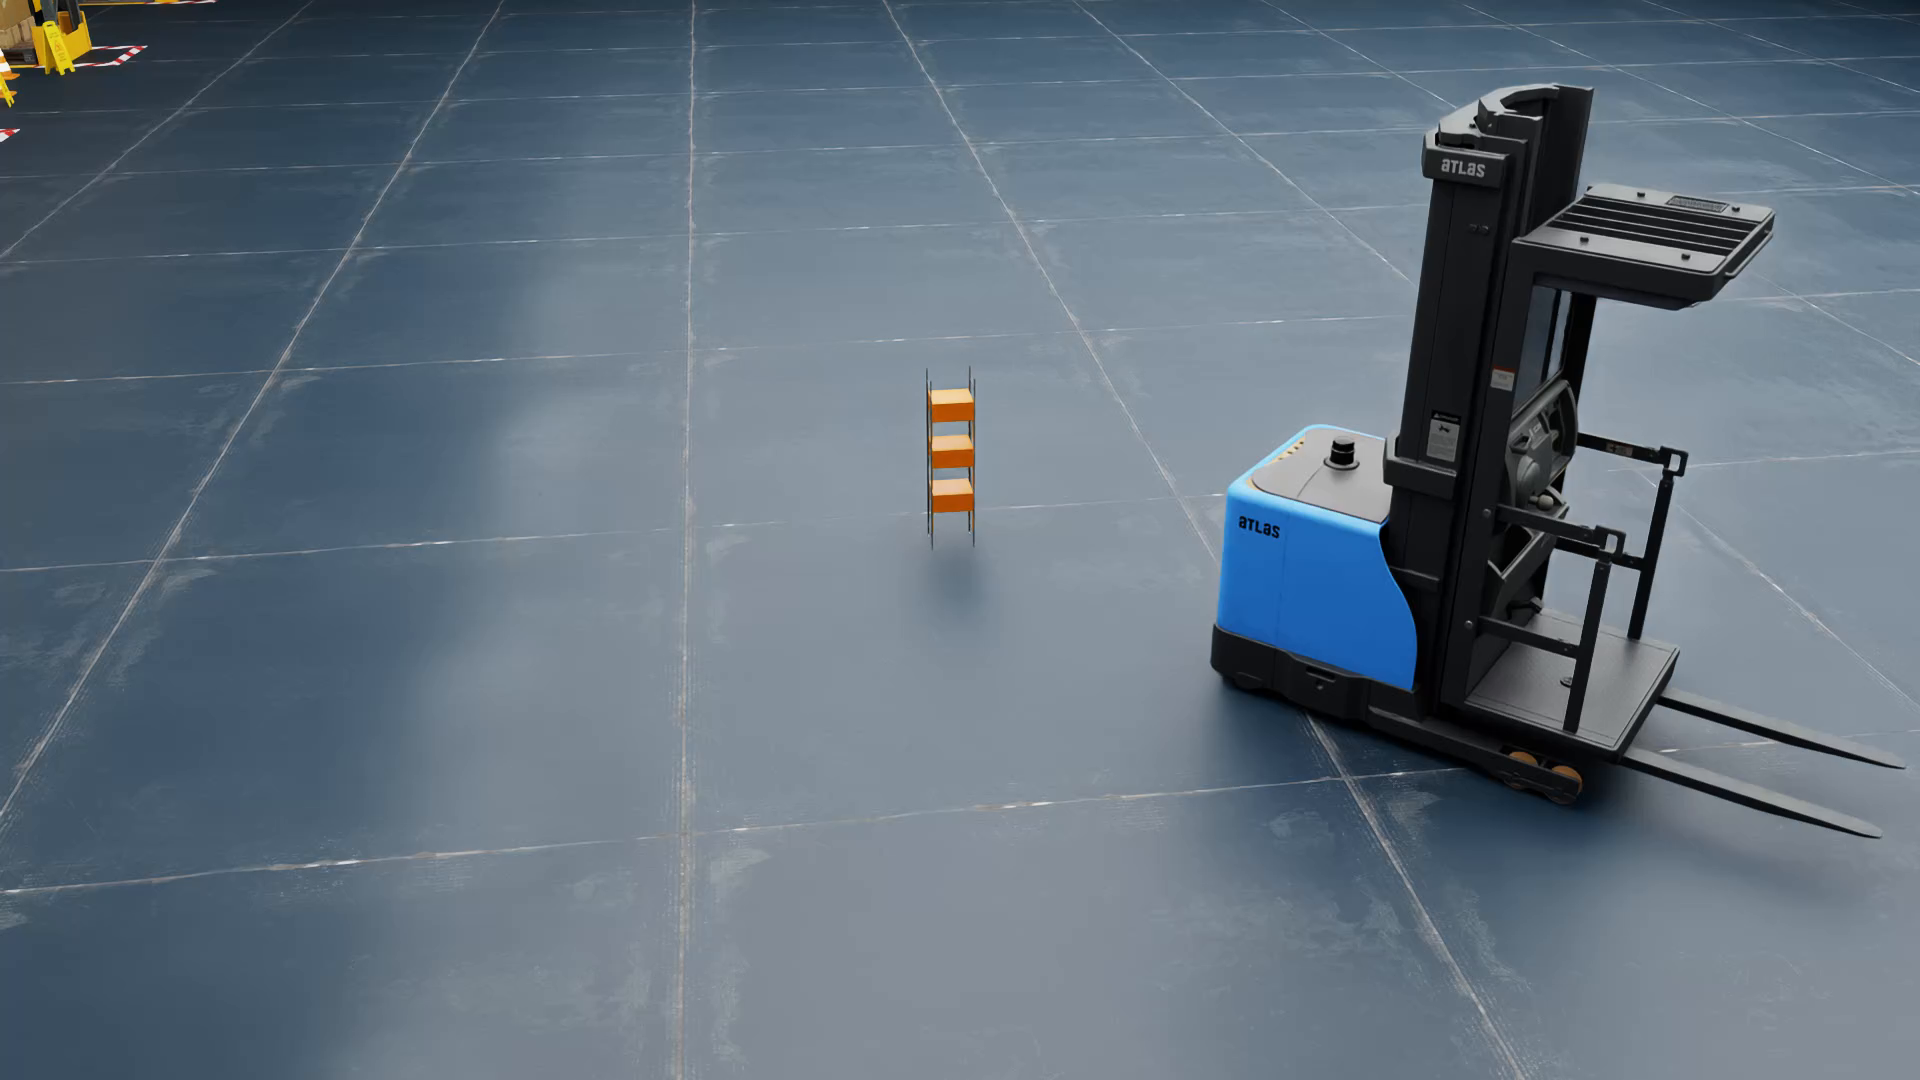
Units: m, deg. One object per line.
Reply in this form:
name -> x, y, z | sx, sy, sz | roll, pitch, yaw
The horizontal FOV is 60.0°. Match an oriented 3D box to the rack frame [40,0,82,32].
rack frame -> -11.998, -7.864, 21.791 | 0.127, 3.000, 1.000 | -4, 27, -7

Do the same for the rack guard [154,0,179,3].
rack guard -> -12.670, -8.997, 26.737 | 0.348, 0.500, 1.175 | -4, 27, -7

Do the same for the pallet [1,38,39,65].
pallet -> -12.883, -6.583, 22.348 | 1.213, 0.211, 1.003 | -4, 27, -7

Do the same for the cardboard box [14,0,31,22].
cardboard box -> -12.859, -7.233, 22.292 | 0.500, 0.500, 0.500 | -5, 28, -9

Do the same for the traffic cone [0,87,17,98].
traffic cone -> -11.753, -5.645, 20.244 | 0.334, 0.463, 0.336 | -4, 27, -7

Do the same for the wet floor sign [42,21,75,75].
wet floor sign -> -11.661, -6.345, 21.409 | 0.232, 0.644, 0.267 | 6, 28, 11

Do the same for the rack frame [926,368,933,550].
rack frame -> -0.174, -0.456, 9.489 | 0.008, 1.050, 0.200 | -4, 27, -7

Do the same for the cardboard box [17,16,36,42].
cardboard box -> -12.836, -6.901, 22.466 | 0.500, 0.250, 0.500 | -4, 27, -8

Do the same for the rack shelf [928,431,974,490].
rack shelf -> -0.053, -0.454, 9.509 | 0.240, 0.259, 0.215 | -4, 27, -7

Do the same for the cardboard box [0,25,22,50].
cardboard box -> -12.785, -6.653, 21.982 | 0.500, 0.250, 0.500 | -4, 27, -7

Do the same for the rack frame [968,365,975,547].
rack frame -> 0.068, -0.471, 9.519 | 0.008, 1.050, 0.200 | -4, 27, -7

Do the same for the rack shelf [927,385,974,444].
rack shelf -> -0.053, -0.707, 9.379 | 0.240, 0.259, 0.215 | -4, 27, -7

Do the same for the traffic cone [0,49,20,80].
traffic cone -> -12.244, -6.125, 21.180 | 0.334, 0.463, 0.336 | -4, 27, -7

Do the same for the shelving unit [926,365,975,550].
shelving unit -> -0.053, -0.464, 9.504 | 0.252, 1.050, 0.215 | -4, 27, -7

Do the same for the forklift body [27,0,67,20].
forklift body -> -14.317, -8.785, 24.515 | 1.214, 2.155, 2.313 | -4, 27, -7

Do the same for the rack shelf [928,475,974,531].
rack shelf -> -0.053, -0.207, 9.635 | 0.240, 0.259, 0.215 | -4, 27, -7

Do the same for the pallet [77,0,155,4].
pallet -> -13.445, -8.800, 26.668 | 1.213, 0.211, 1.003 | -4, 27, -7

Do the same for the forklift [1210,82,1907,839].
forklift -> 2.758, -0.399, 7.316 | 3.031, 2.935, 1.130 | 18, 32, 31

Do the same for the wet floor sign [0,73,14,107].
wet floor sign -> -11.456, -5.482, 19.728 | 0.232, 0.644, 0.267 | -8, 28, -16

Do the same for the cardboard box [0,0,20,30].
cardboard box -> -12.755, -6.992, 21.822 | 0.500, 0.500, 0.500 | -4, 27, -7

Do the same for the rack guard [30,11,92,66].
rack guard -> -12.073, -6.747, 22.352 | 0.348, 0.500, 1.175 | -4, 27, -7
